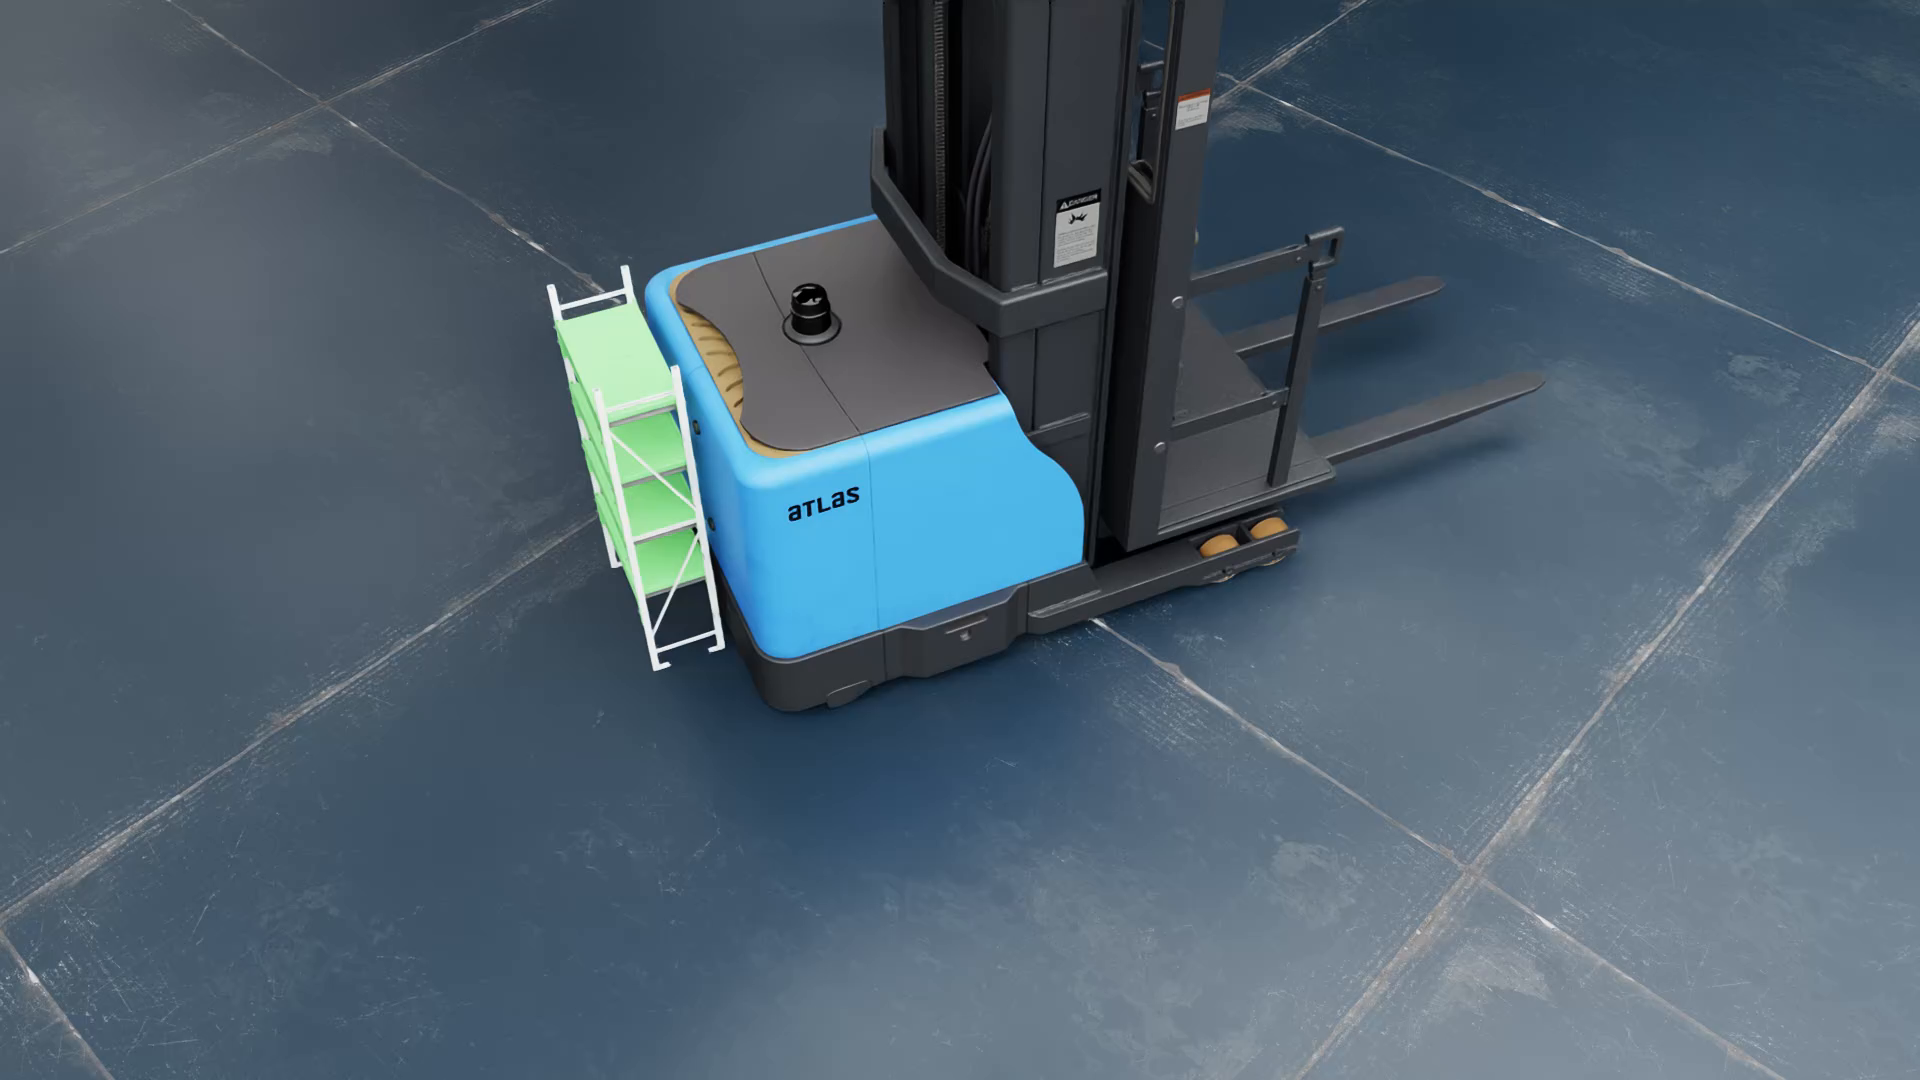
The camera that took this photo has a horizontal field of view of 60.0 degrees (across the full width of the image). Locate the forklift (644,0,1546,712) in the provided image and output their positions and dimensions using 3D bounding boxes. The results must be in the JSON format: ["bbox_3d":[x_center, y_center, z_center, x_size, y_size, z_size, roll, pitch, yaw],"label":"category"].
[{"bbox_3d":[0.591,-1.195,4.862,3.031,2.935,1.130,-18,49,-16],"label":"forklift"}]

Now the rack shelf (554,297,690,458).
[{"bbox_3d":[-0.979,-0.475,4.802,0.258,0.148,0.480,-18,49,-16],"label":"rack shelf"}]

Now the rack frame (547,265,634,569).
[{"bbox_3d":[-1.077,-0.353,5.258,0.240,1.200,0.015,-18,49,-16],"label":"rack frame"}]

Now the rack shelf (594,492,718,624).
[{"bbox_3d":[-0.977,0.017,5.327,0.258,0.148,0.480,-18,49,-16],"label":"rack shelf"}]

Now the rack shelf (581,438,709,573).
[{"bbox_3d":[-0.978,-0.147,5.152,0.258,0.148,0.480,-18,49,-16],"label":"rack shelf"}]

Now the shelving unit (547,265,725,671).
[{"bbox_3d":[-0.978,-0.191,5.106,0.258,1.200,0.503,-18,49,-16],"label":"shelving unit"}]

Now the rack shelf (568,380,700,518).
[{"bbox_3d":[-0.978,-0.311,4.977,0.258,0.148,0.480,-18,49,-16],"label":"rack shelf"}]

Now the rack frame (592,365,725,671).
[{"bbox_3d":[-0.879,-0.028,4.953,0.240,1.200,0.015,-18,49,-16],"label":"rack frame"}]
